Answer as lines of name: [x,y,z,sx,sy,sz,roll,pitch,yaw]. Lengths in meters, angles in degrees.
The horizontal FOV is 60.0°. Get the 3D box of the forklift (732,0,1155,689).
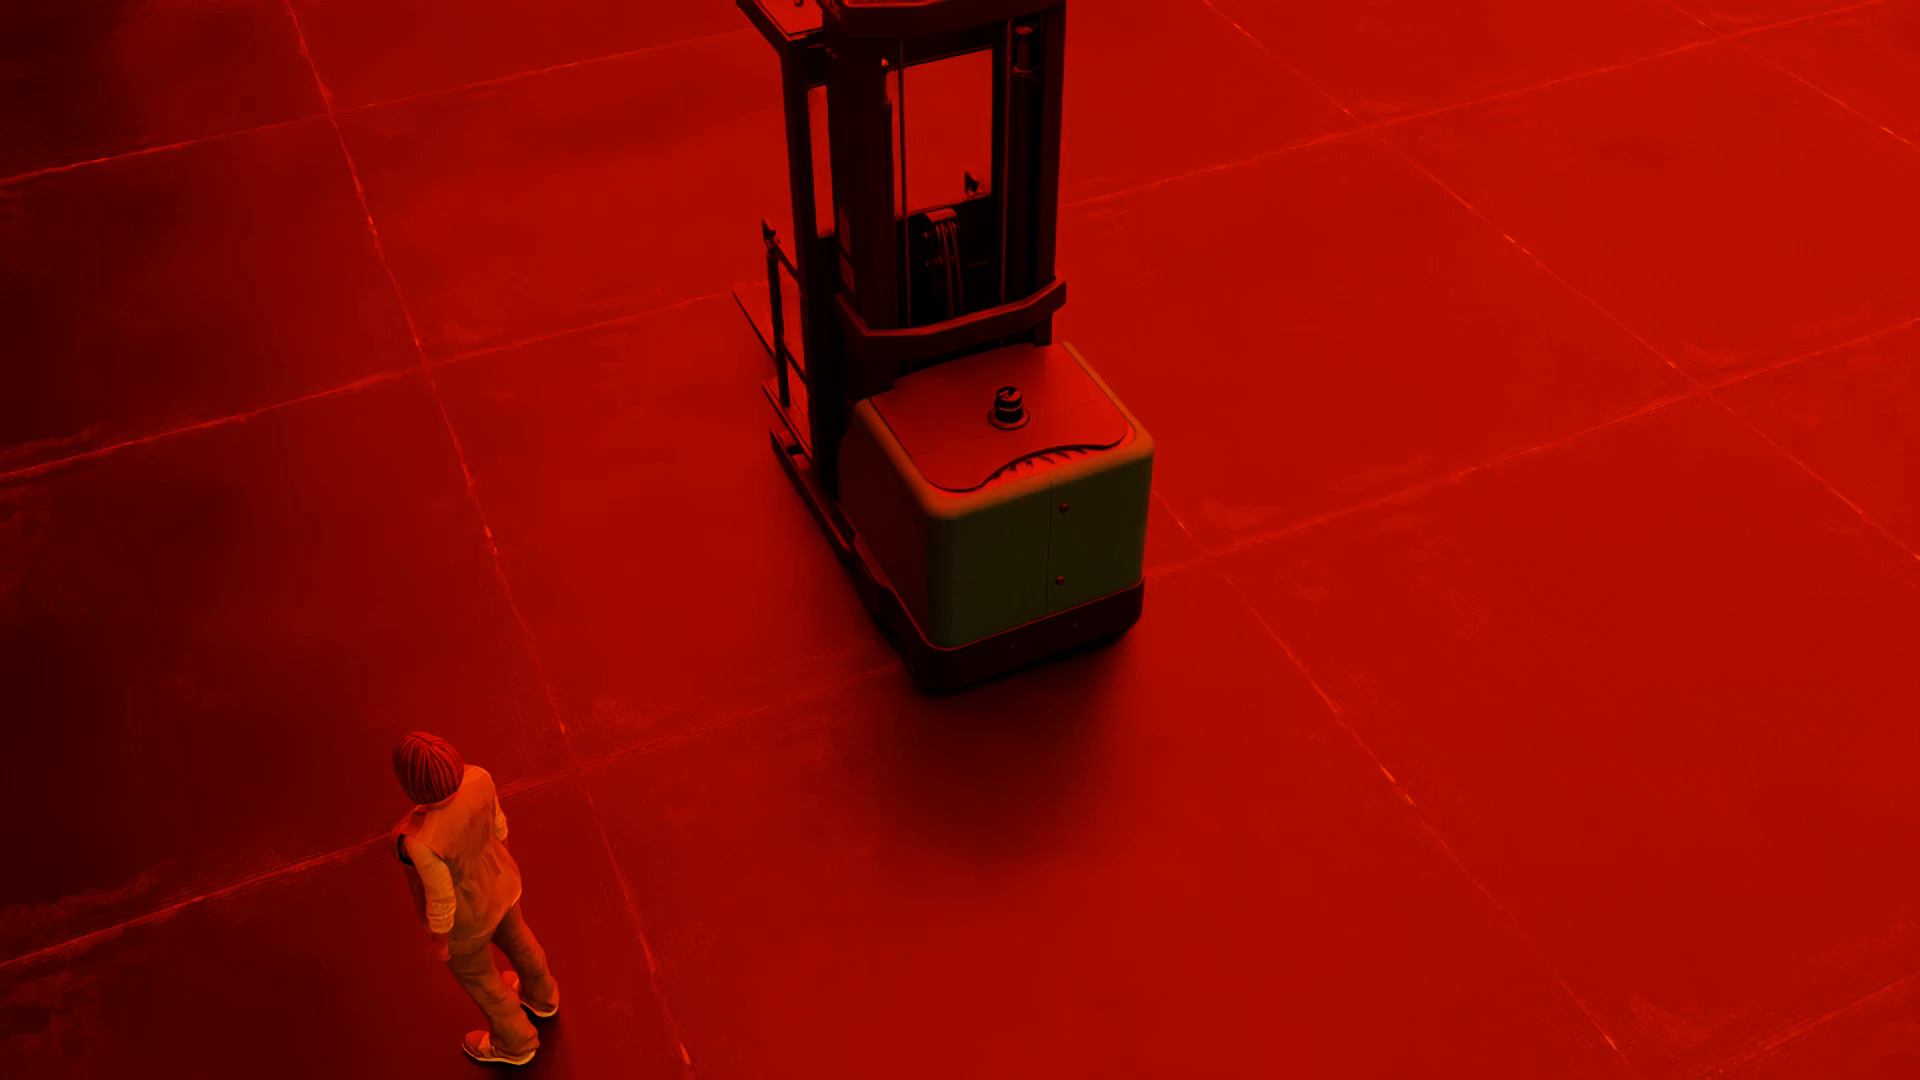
forklift: [-0.281,-1.450,7.233,1.130,2.935,3.031,-18,46,-18]

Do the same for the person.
person: [-1.592,1.171,5.405,0.317,1.597,0.418,15,45,16]
